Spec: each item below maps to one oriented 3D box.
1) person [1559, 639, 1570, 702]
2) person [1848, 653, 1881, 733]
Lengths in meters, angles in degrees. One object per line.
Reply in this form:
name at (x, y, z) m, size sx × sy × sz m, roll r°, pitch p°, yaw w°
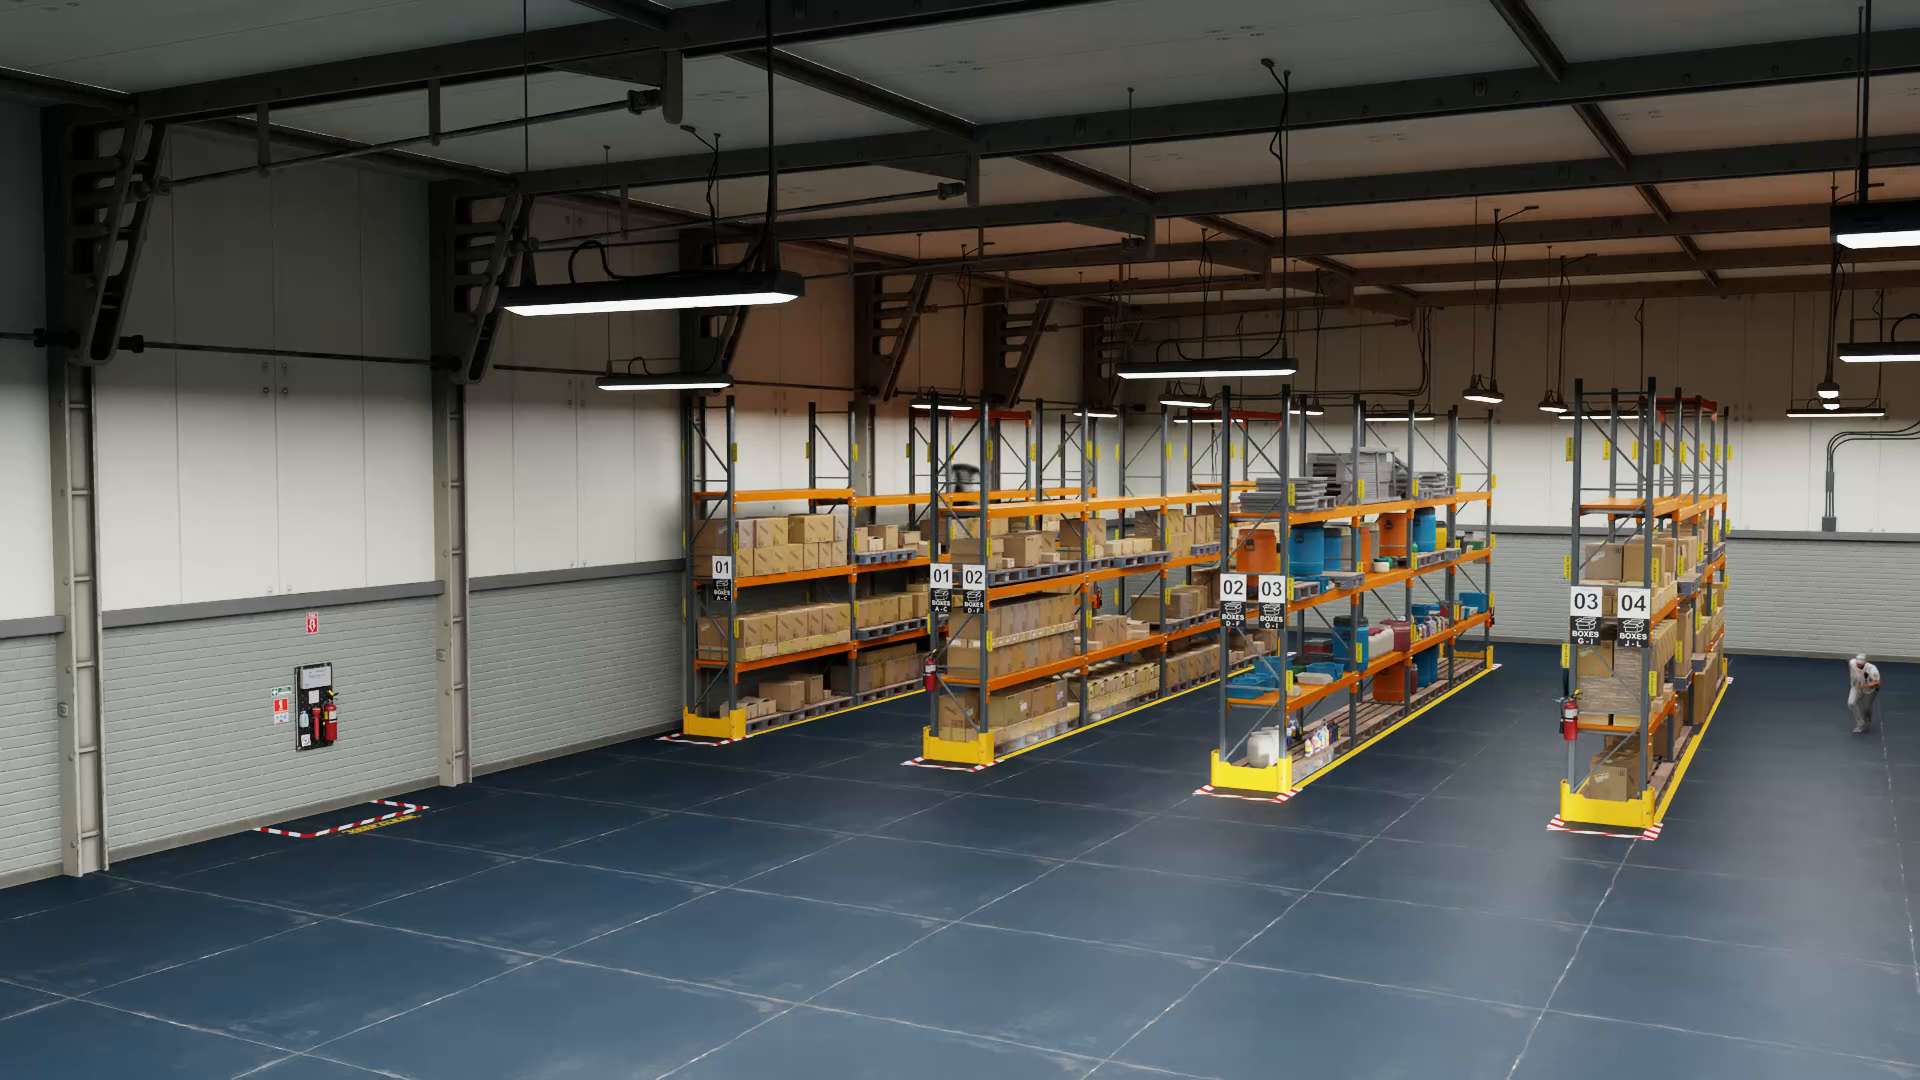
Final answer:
person at (12.224, 2.492, 33.080) m, size 0.604 × 1.537 × 0.480 m, roll 2°, pitch 4°, yaw 37°
person at (16.237, 2.712, 29.815) m, size 0.584 × 1.437 × 1.149 m, roll 3°, pitch 4°, yaw 42°
